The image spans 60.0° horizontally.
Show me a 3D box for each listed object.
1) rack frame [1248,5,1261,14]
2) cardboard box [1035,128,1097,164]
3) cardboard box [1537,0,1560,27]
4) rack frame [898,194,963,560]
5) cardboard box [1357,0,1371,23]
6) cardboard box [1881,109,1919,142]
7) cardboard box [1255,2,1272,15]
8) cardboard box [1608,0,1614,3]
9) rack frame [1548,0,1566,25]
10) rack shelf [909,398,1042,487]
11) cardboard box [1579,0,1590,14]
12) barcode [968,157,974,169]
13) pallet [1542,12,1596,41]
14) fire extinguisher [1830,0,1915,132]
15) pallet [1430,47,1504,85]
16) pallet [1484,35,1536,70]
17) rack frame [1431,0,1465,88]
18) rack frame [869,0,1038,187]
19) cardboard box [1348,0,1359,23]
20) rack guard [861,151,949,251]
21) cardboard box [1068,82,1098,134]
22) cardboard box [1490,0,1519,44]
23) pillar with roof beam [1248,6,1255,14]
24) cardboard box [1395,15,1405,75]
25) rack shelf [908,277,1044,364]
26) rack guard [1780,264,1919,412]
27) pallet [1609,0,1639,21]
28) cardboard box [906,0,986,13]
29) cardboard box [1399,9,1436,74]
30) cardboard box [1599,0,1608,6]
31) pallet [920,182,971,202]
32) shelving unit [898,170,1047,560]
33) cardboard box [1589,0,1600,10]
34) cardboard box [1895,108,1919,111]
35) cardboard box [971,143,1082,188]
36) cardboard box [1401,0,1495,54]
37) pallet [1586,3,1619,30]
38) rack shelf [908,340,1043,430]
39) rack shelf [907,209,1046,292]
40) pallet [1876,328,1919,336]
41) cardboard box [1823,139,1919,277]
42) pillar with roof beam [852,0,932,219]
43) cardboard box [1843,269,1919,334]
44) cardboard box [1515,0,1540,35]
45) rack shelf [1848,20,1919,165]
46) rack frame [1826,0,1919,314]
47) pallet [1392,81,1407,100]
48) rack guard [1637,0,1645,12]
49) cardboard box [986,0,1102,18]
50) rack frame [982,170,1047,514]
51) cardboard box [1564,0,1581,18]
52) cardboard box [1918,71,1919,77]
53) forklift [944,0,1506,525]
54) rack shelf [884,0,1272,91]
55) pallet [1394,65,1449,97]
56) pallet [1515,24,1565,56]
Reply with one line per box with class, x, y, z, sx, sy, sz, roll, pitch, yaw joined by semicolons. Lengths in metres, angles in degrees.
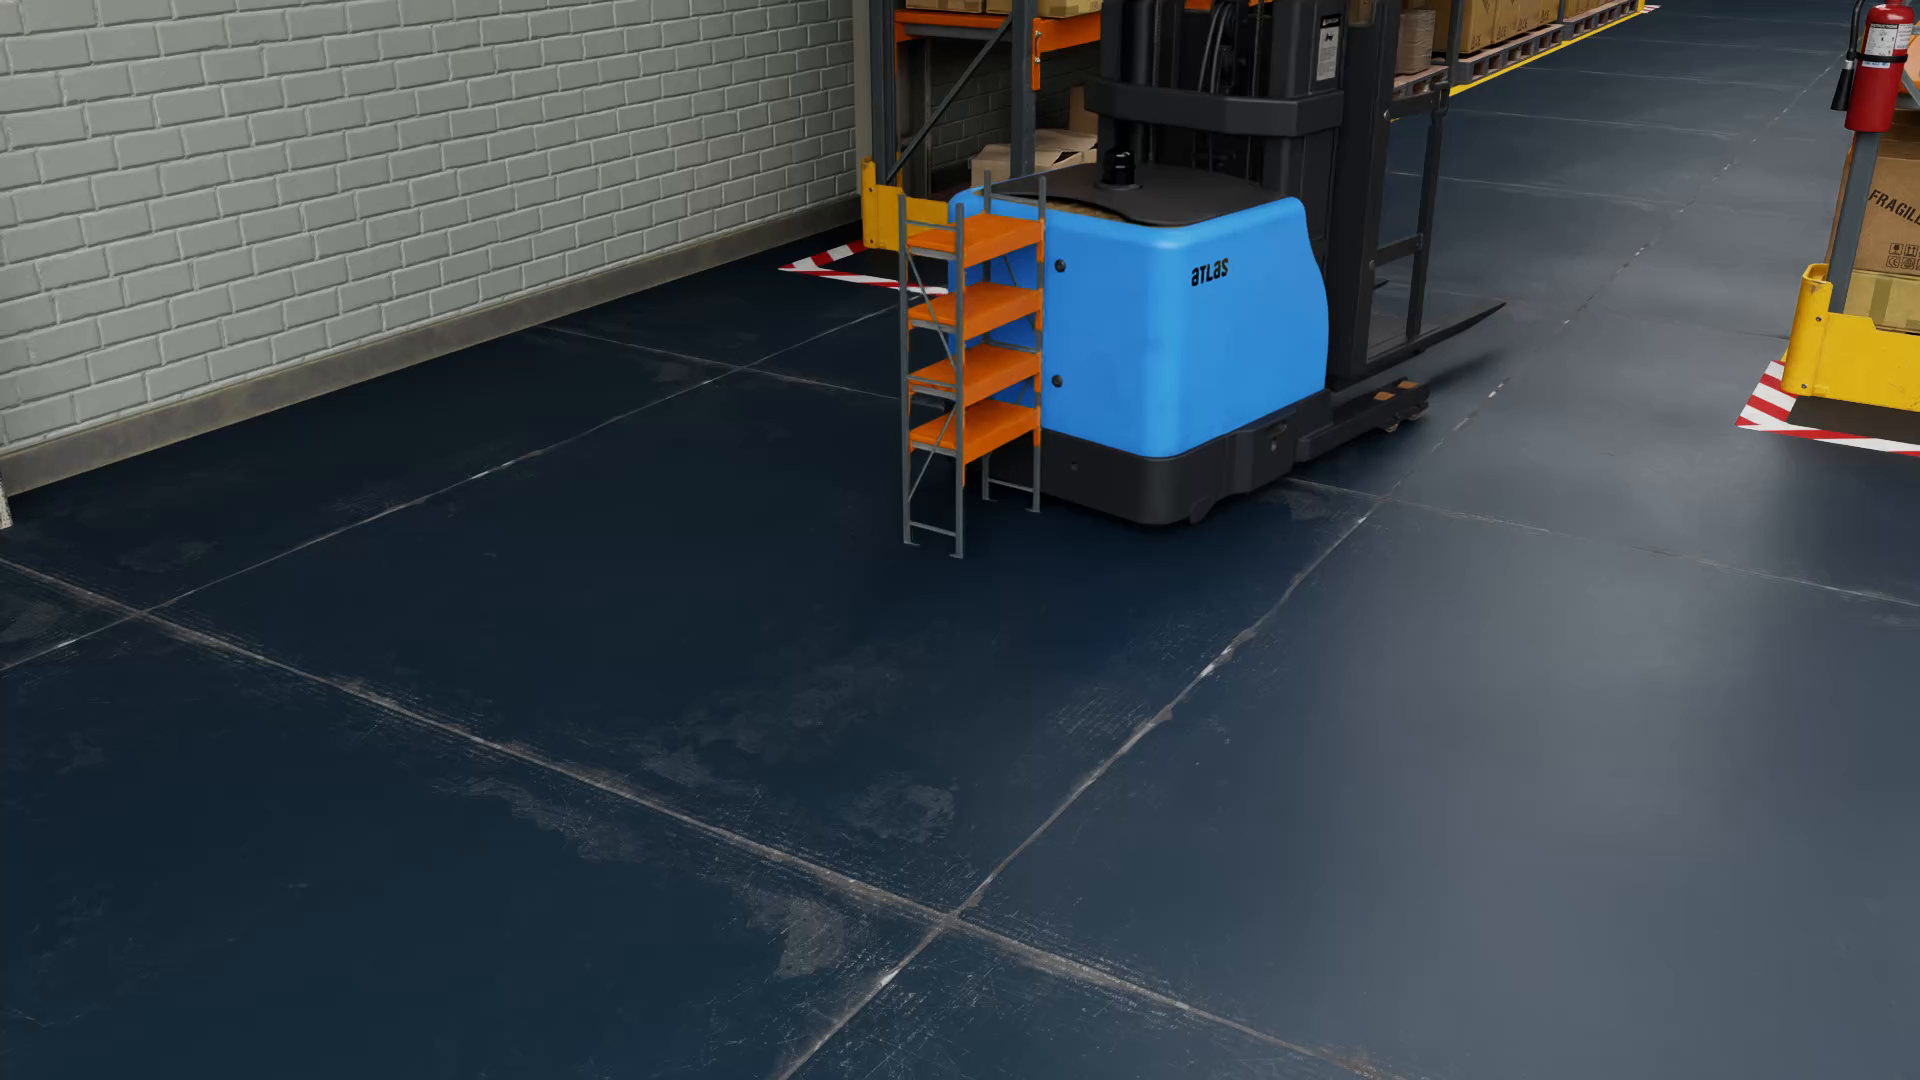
rack frame;2.064;-4.354;12.032;1.000;3.000;0.127;14;27;29
cardboard box;0.696;-2.379;10.301;0.500;0.311;0.500;16;28;33
cardboard box;6.052;-6.014;18.043;0.750;0.750;0.750;14;27;30
rack frame;-0.092;-0.513;5.425;0.240;1.200;0.015;15;28;31
cardboard box;3.218;-4.495;14.007;0.500;0.250;0.500;14;27;29
cardboard box;4.710;-1.826;8.181;0.500;0.500;0.500;14;27;29
cardboard box;2.668;-4.154;13.219;0.500;0.250;0.500;13;27;28
cardboard box;7.846;-7.024;20.817;0.700;0.500;0.500;14;27;29
rack frame;6.284;-7.054;18.269;1.000;3.000;0.127;14;27;29
rack shelf;0.046;-0.349;5.715;0.258;0.148;0.480;15;28;31
cardboard box;7.034;-6.500;19.606;0.700;0.500;0.500;14;27;28
barcode;0.065;-2.281;10.062;0.001;0.075;0.075;14;27;29
pallet;6.752;-6.015;19.378;1.003;0.211;1.213;14;27;29
fire extinguisher;3.708;-1.989;6.667;0.296;0.674;0.183;14;27;29
pallet;4.654;-4.675;16.283;1.003;0.211;1.213;14;27;29
pallet;5.298;-5.085;17.230;1.003;0.211;1.213;14;27;29
rack frame;4.174;-5.704;15.151;1.000;3.000;0.127;14;27;29
rack frame;-0.046;-3.004;8.914;1.000;3.000;0.127;14;27;29
cardboard box;2.939;-4.331;13.627;0.500;0.250;0.500;13;27;27
rack guard;-0.006;-1.883;9.469;1.175;0.500;0.348;14;27;29
cardboard box;1.126;-2.703;10.811;0.700;0.500;0.500;12;26;26
cardboard box;5.141;-5.425;16.684;0.750;0.750;0.750;14;27;29
pillar with roof beam;6.411;-7.298;11.280;9.100;9.000;0.400;14;27;29
cardboard box;3.468;-4.356;14.628;0.700;0.500;0.500;14;27;29
rack shelf;0.046;-0.737;5.547;0.258;0.148;0.480;15;28;31
rack guard;4.152;-0.812;6.996;1.175;0.500;0.348;14;27;29
pallet;8.039;-6.838;21.281;1.003;0.211;1.213;14;27;29
cardboard box;0.036;-3.143;9.398;0.500;0.250;0.500;14;27;30
cardboard box;3.839;-4.505;14.973;0.700;0.500;0.500;14;27;30
cardboard box;7.581;-6.854;20.424;0.700;0.500;0.500;13;27;27
pallet;0.453;-2.017;10.143;1.003;0.211;1.213;14;27;29
shelving unit;0.046;-0.593;5.610;0.258;1.200;0.503;15;28;31
cardboard box;7.306;-6.672;20.005;0.700;0.500;0.500;15;27;30
cardboard box;4.975;-1.995;8.570;0.500;0.500;0.500;14;27;29
cardboard box;0.396;-2.187;9.856;0.500;0.311;0.500;11;26;23
cardboard box;4.674;-5.131;16.004;0.750;0.750;0.750;13;27;28
pallet;7.394;-6.428;20.333;1.003;0.211;1.213;14;27;29
rack shelf;0.046;-0.531;5.636;0.258;0.148;0.480;15;28;31
rack shelf;0.046;-0.954;5.453;0.258;0.148;0.480;15;28;31
pallet;4.533;-0.955;7.689;1.003;0.211;1.213;14;27;29
cardboard box;4.195;-1.486;7.395;0.500;0.500;0.500;14;27;29
pillar with roof beam;3.246;-5.273;6.602;9.100;9.000;0.400;14;27;29
cardboard box;4.197;-1.141;7.543;0.500;0.250;0.500;14;27;29
cardboard box;5.585;-5.713;17.349;0.750;0.750;0.750;15;27;31
rack shelf;5.220;-2.312;8.221;1.077;0.370;4.000;14;27;29
rack frame;4.165;-1.967;6.519;1.000;3.000;0.127;14;27;29
pallet;3.116;-3.751;14.149;1.003;0.211;1.213;14;27;29
rack guard;8.407;-7.265;21.903;1.175;0.500;0.348;14;27;29
cardboard box;0.481;-3.043;9.166;0.500;0.250;0.500;13;27;27
rack frame;0.183;-0.673;5.794;0.240;1.200;0.015;15;28;31
cardboard box;6.766;-6.331;19.216;0.700;0.500;0.500;14;27;30
cardboard box;4.422;-2.168;6.856;0.700;0.500;0.500;14;27;29
forklift;1.298;-1.899;6.448;1.130;2.935;3.031;20;30;38
rack shelf;1.009;-3.349;10.616;1.077;0.370;4.000;14;27;29
pallet;3.761;-4.161;15.096;1.003;0.211;1.213;14;27;29
pallet;5.941;-5.498;18.185;1.003;0.211;1.213;14;27;29
